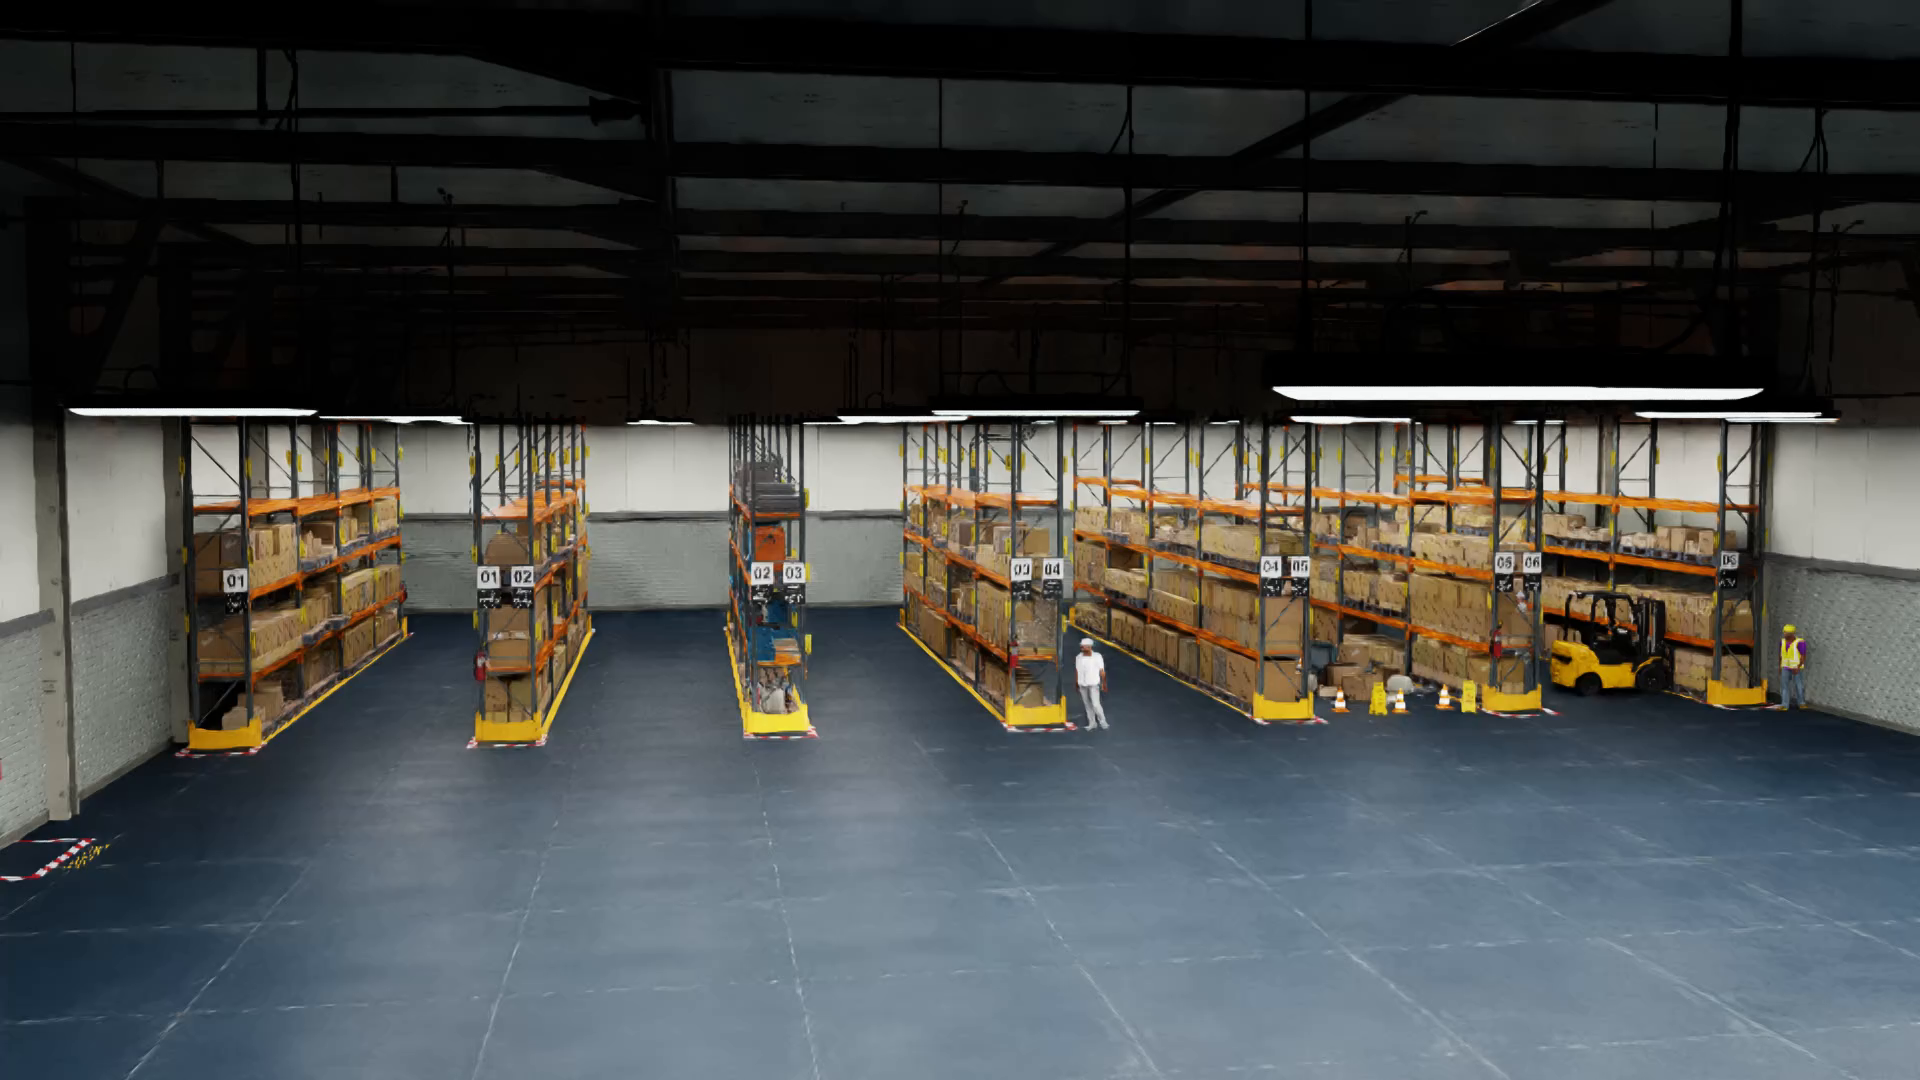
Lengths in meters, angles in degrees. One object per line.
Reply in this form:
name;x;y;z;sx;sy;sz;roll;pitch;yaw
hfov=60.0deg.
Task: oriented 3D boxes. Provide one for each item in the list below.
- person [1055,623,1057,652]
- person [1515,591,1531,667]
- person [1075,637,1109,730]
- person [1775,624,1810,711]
person;2.267;2.076;41.821;0.449;1.552;1.075;0;4;-7
person;13.354;2.112;39.755;0.577;1.785;0.655;1;4;17
person;2.491;2.710;31.386;0.670;1.755;0.458;2;5;33
person;16.777;2.572;33.516;0.708;1.762;0.586;-3;5;-37
